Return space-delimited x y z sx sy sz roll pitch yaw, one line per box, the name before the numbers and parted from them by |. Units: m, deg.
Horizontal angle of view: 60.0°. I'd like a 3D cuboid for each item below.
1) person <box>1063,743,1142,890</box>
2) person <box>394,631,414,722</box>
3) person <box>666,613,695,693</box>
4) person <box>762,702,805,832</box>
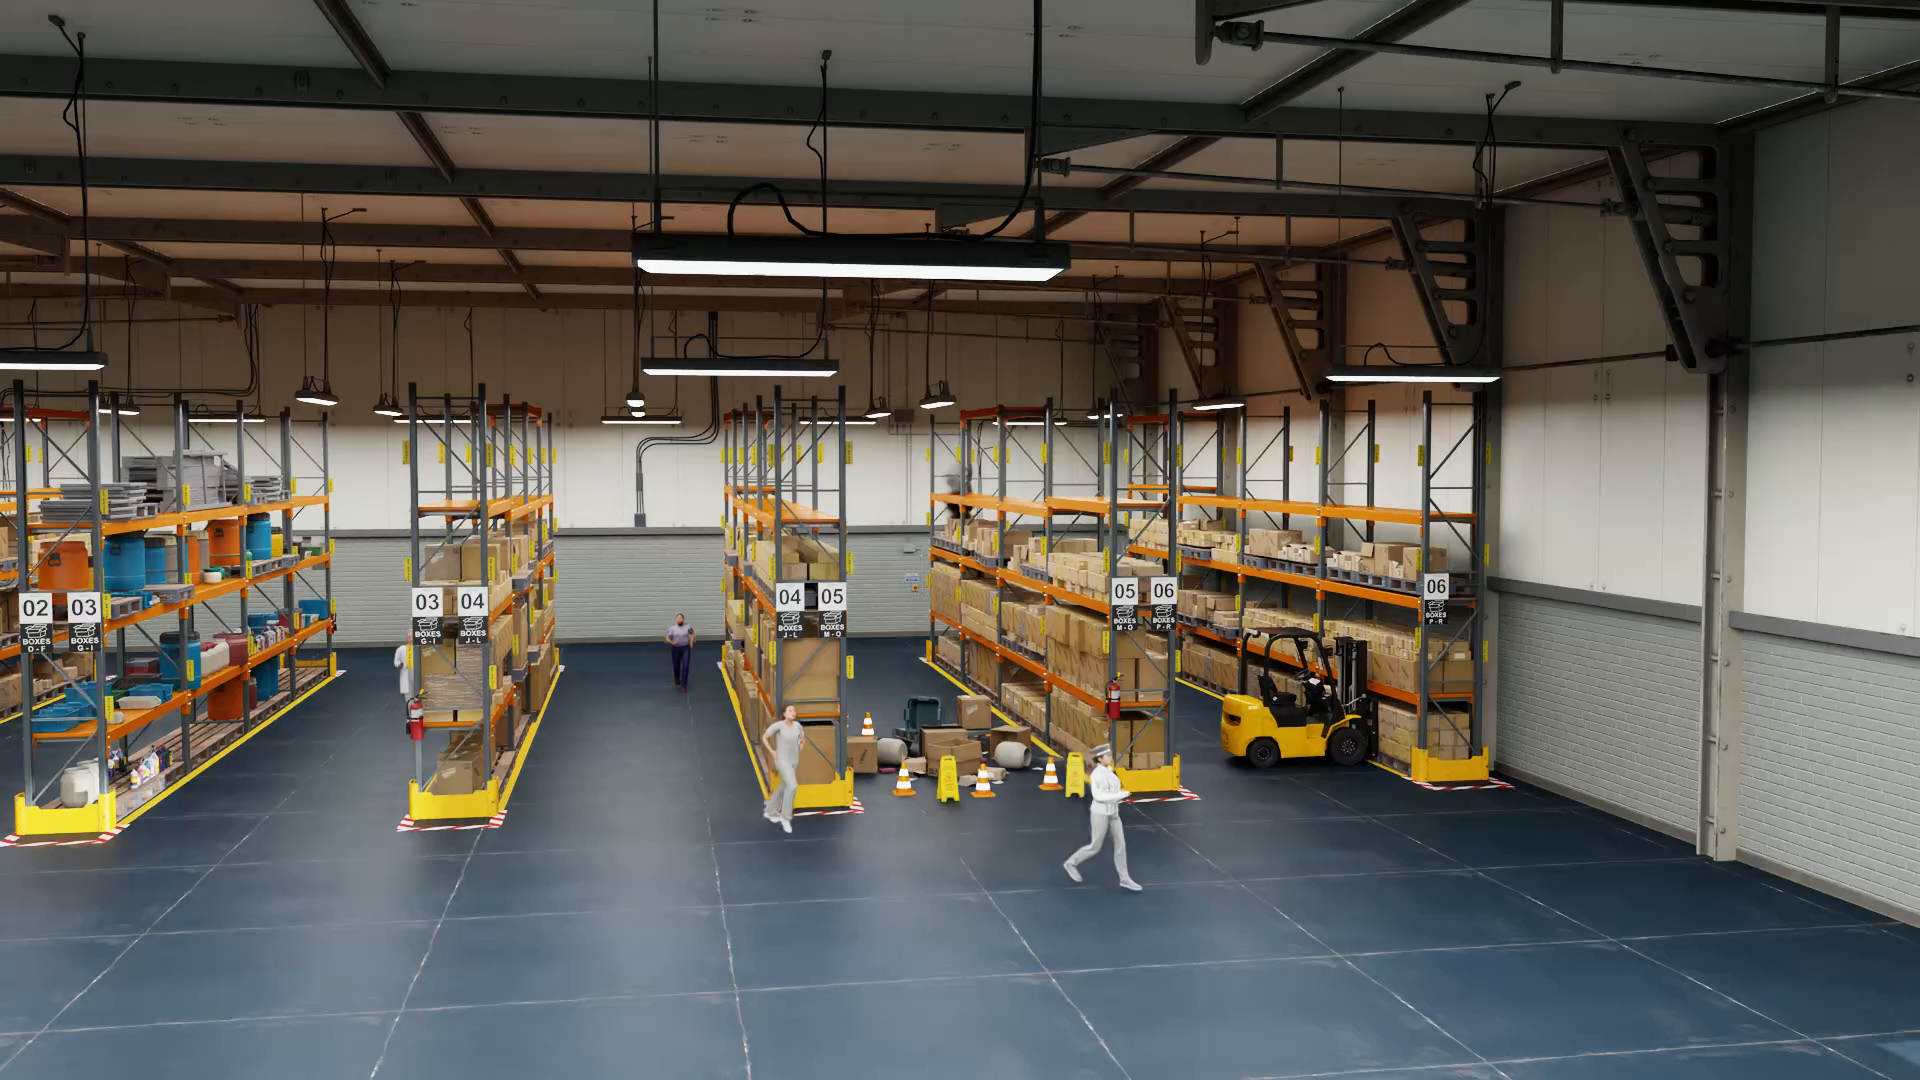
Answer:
person | 1.657 3.165 19.157 0.939 1.672 0.612 2 3 29
person | -10.079 2.574 30.613 0.669 1.778 0.754 0 3 -9
person | -5.961 2.391 35.486 0.617 1.660 0.920 -1 3 -10
person | -2.350 3.038 22.414 0.671 1.725 0.588 3 4 43
